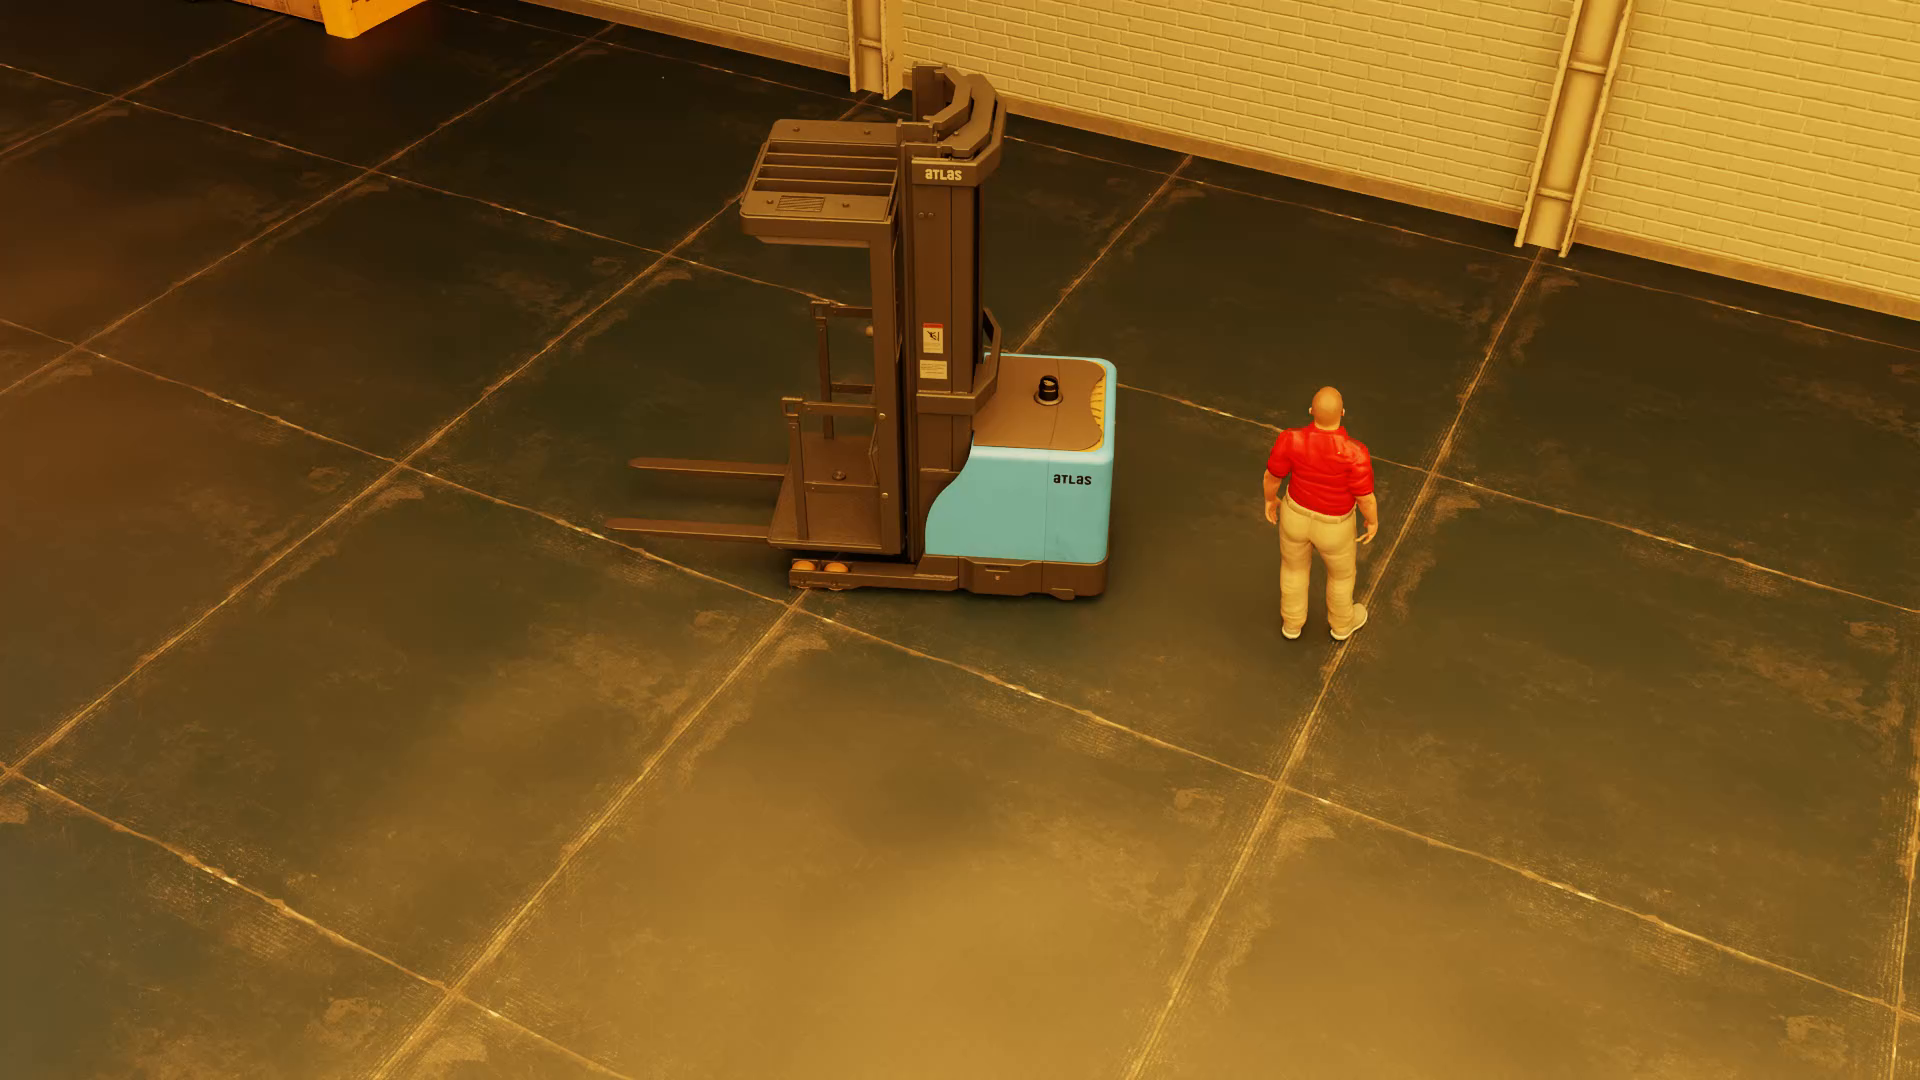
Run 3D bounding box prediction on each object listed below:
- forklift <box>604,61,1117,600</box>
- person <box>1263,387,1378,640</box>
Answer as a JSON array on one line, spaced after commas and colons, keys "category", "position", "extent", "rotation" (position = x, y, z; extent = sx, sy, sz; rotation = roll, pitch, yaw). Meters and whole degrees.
[{"category": "forklift", "position": [-0.606, -1.157, 9.360], "extent": [3.031, 2.935, 1.130], "rotation": [3, 40, 4]}, {"category": "person", "position": [1.993, -0.168, 9.108], "extent": [0.642, 1.727, 0.551], "rotation": [18, 43, 20]}]
